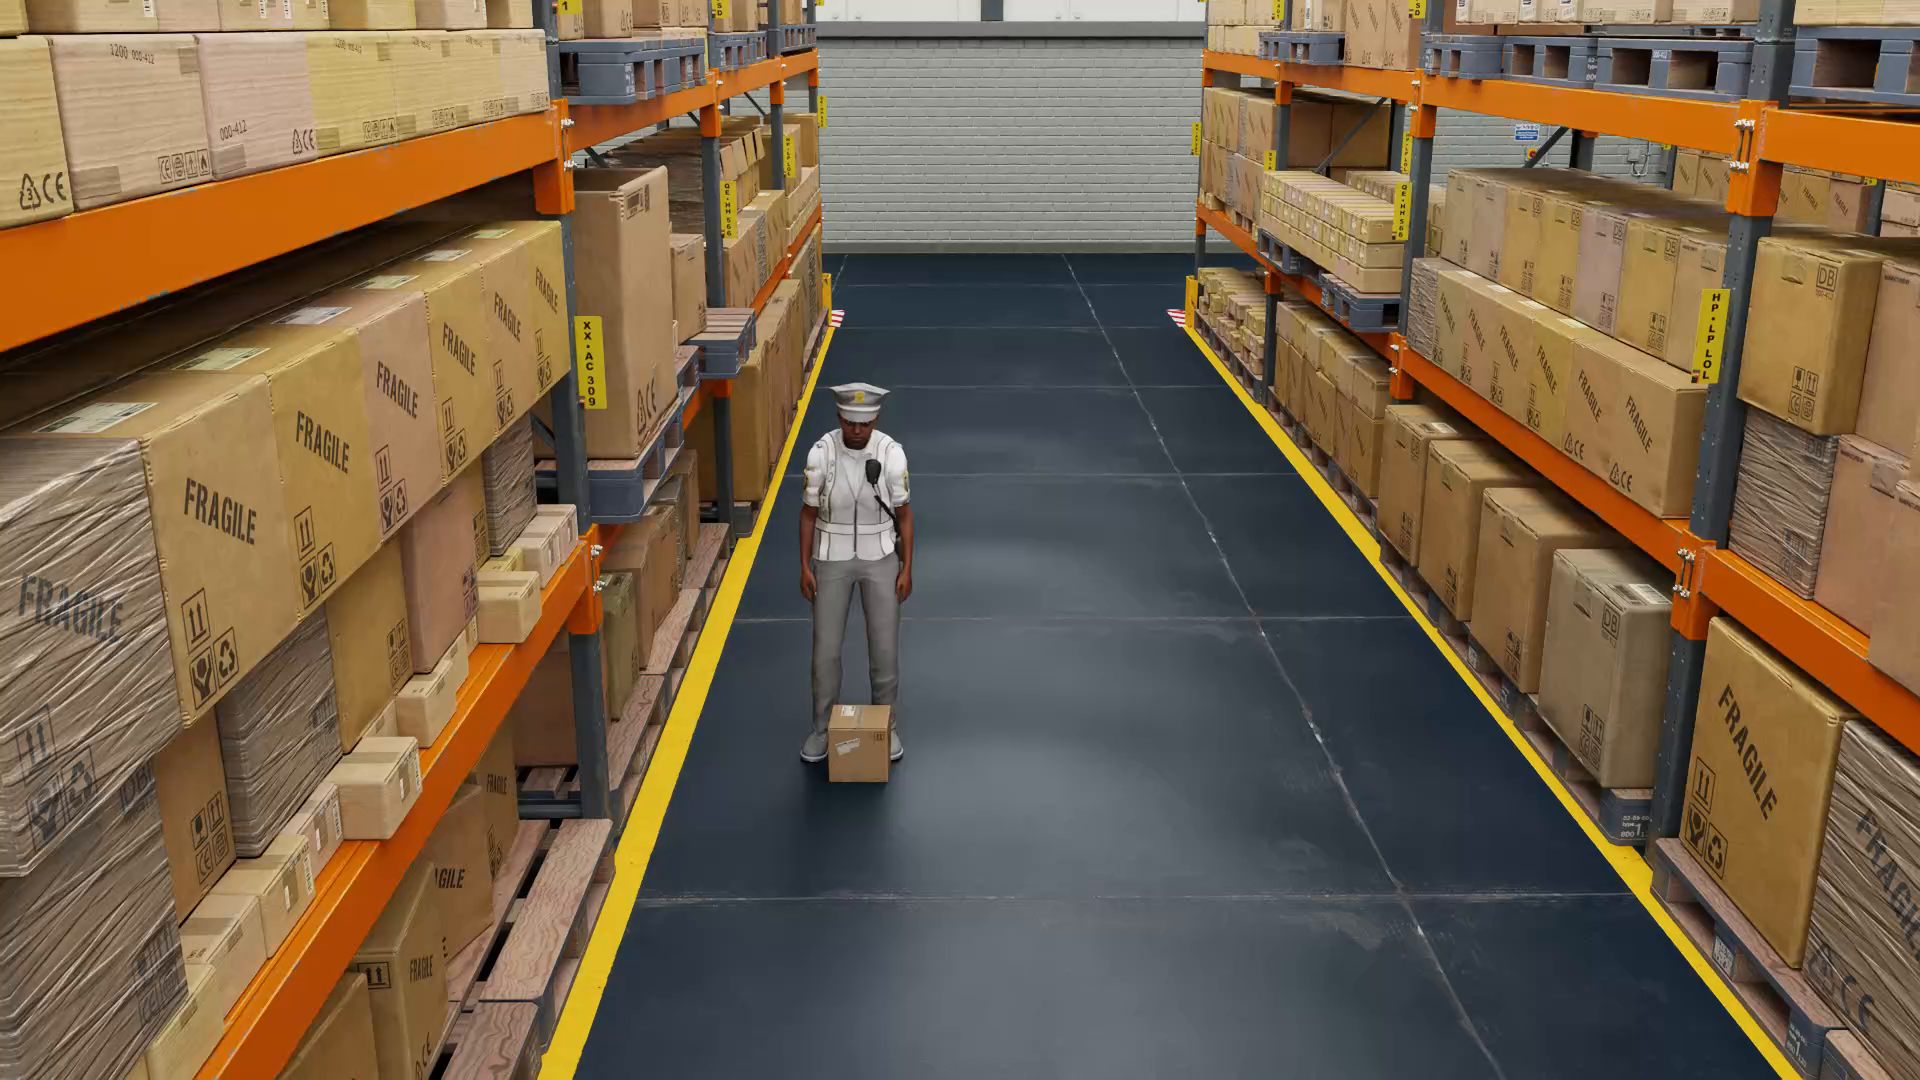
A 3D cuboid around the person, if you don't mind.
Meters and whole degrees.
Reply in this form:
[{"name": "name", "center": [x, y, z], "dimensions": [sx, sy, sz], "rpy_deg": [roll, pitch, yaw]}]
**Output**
[{"name": "person", "center": [-0.448, 0.140, 7.100], "dimensions": [0.505, 1.657, 0.314], "rpy_deg": [-1, 17, -2]}]
